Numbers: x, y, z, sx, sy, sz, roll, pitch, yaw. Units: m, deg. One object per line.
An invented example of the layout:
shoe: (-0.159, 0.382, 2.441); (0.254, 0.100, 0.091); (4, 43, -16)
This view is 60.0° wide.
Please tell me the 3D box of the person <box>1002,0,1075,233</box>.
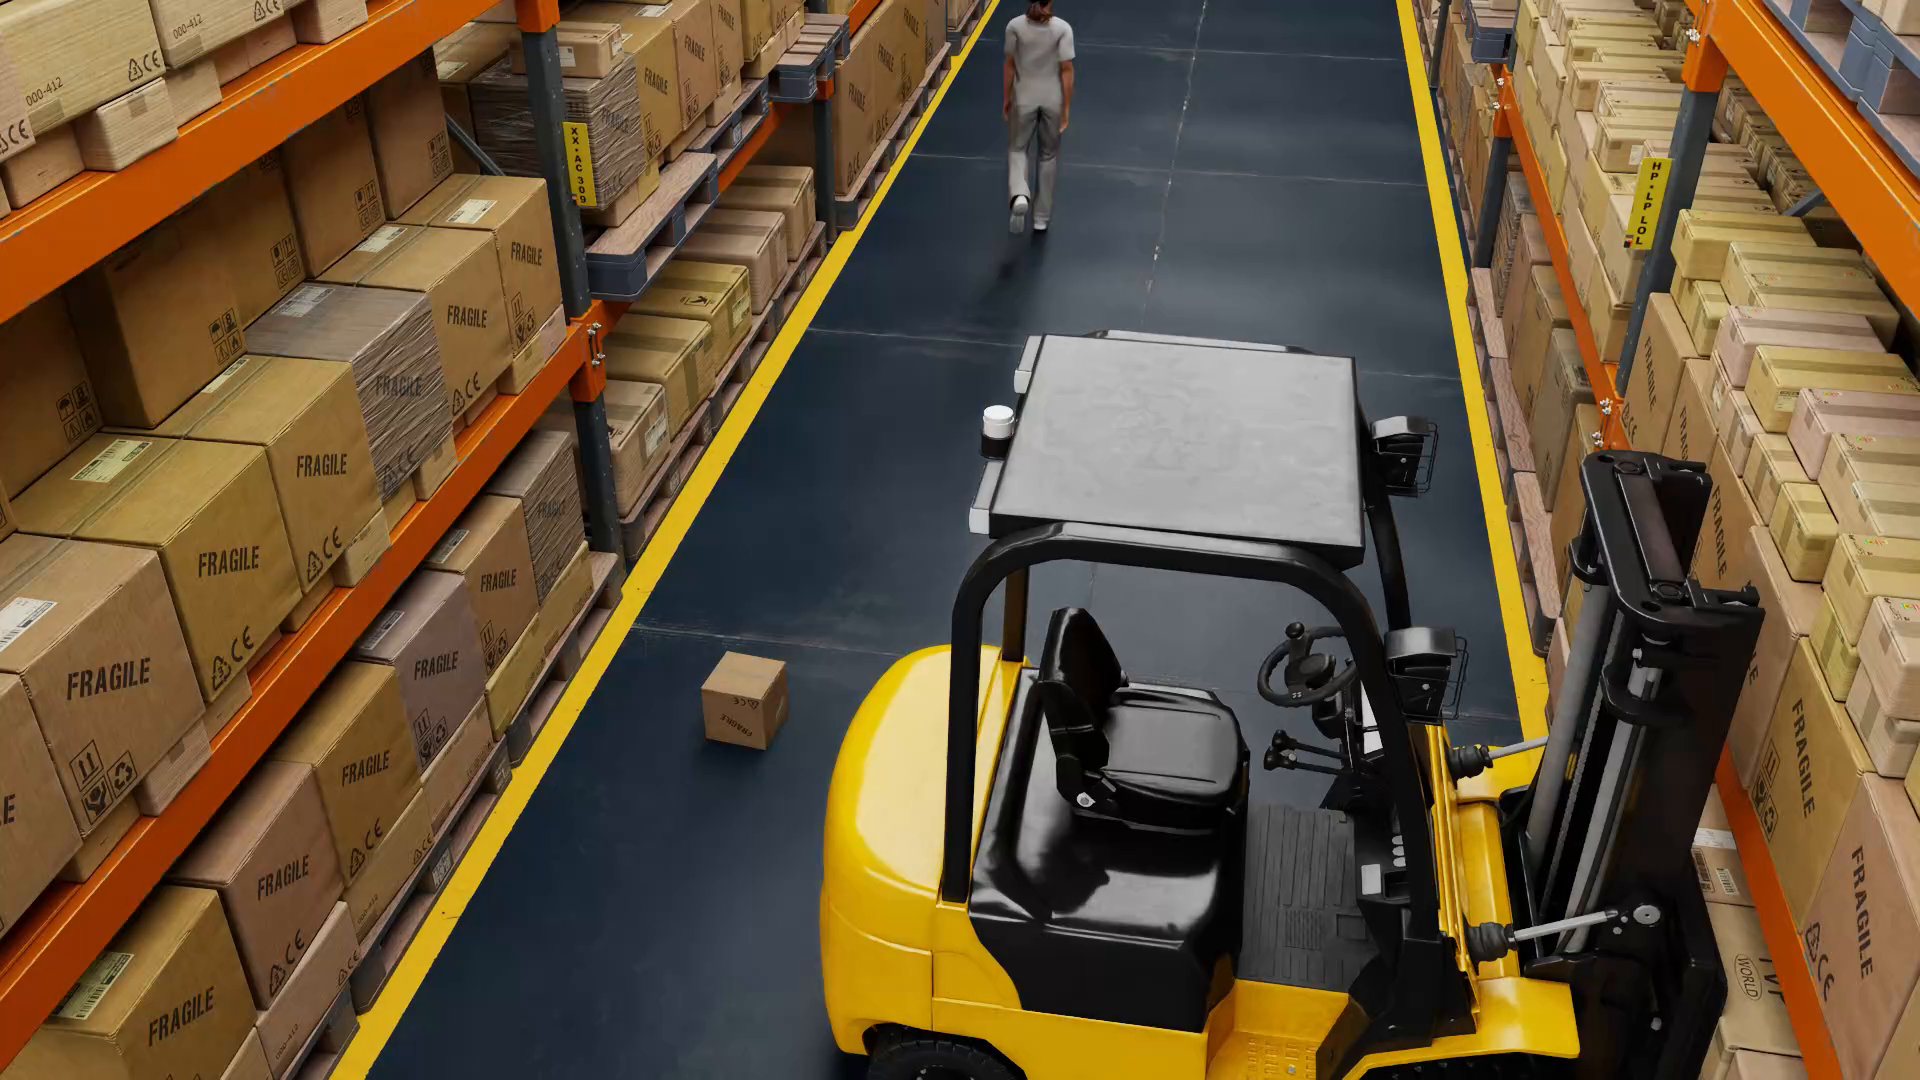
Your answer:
person: (0.482, -2.690, 10.327); (0.445, 1.653, 0.667); (2, 33, 4)
